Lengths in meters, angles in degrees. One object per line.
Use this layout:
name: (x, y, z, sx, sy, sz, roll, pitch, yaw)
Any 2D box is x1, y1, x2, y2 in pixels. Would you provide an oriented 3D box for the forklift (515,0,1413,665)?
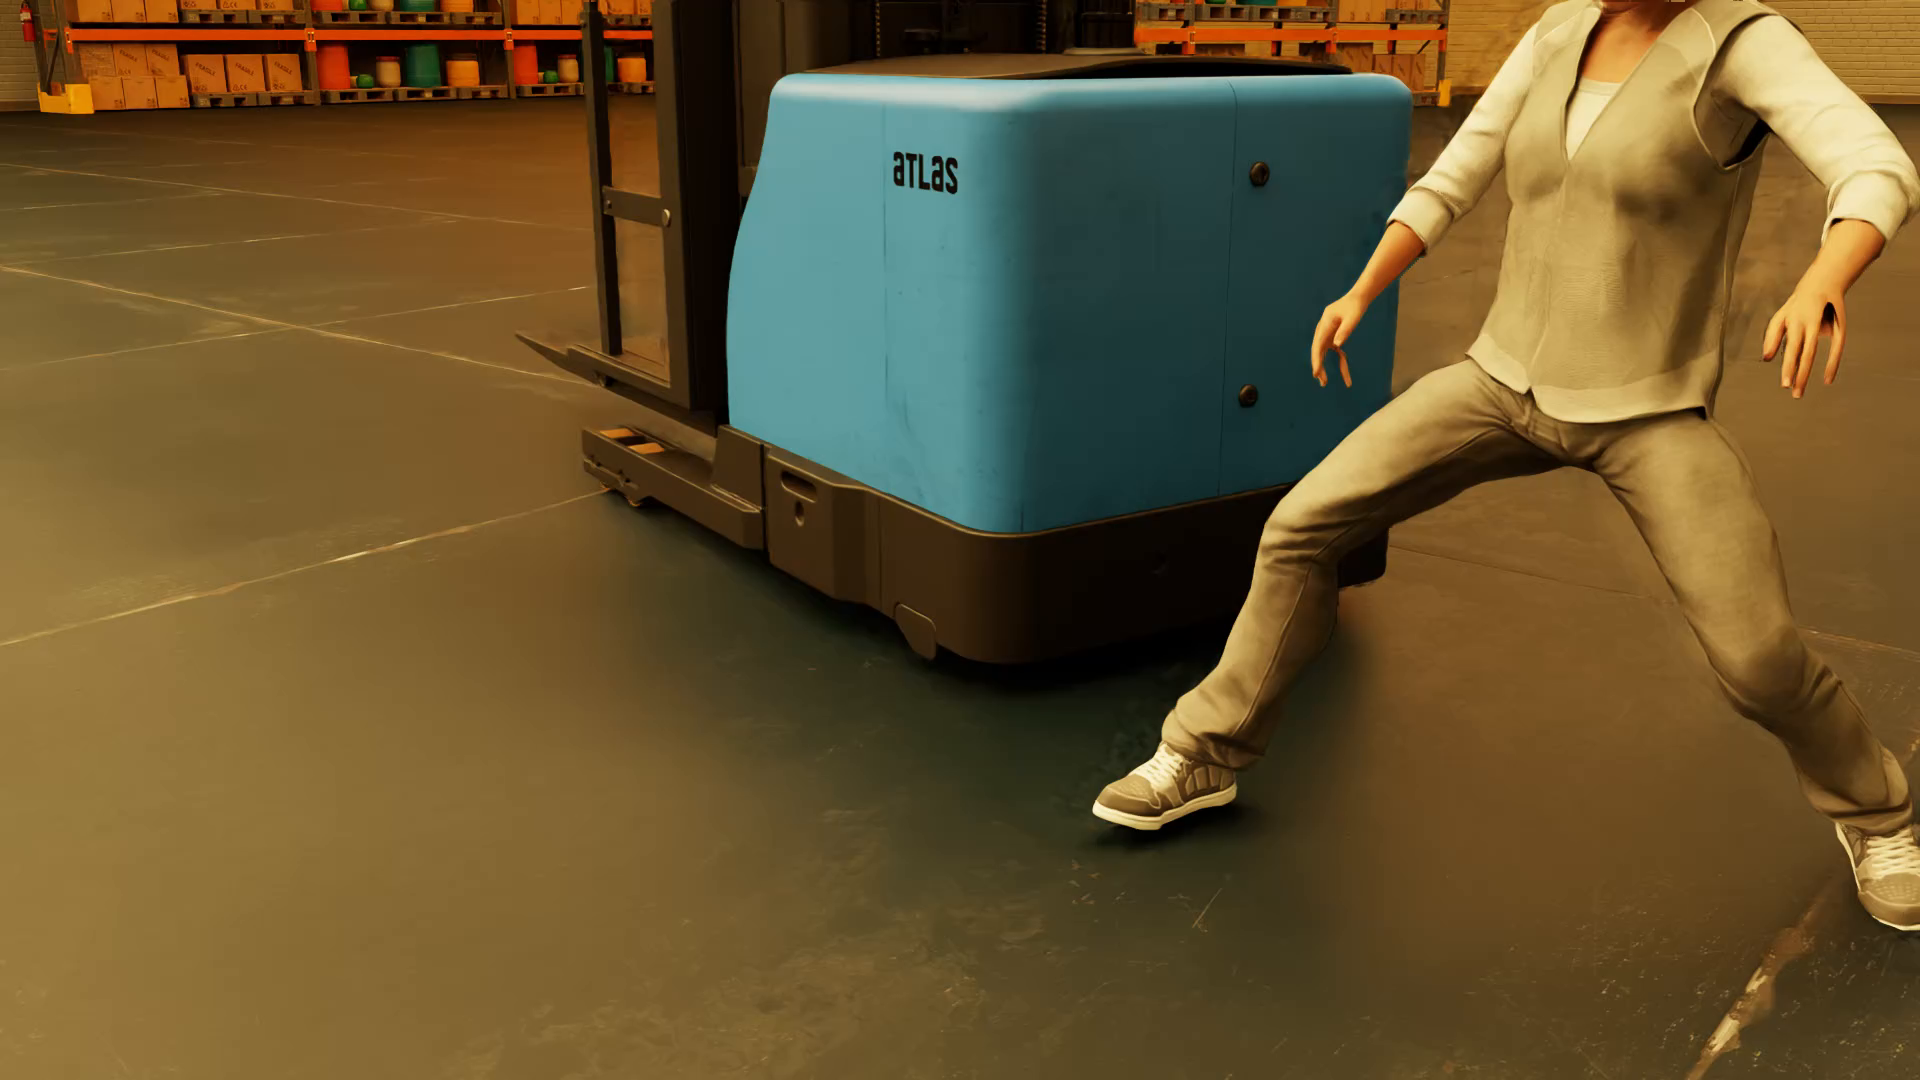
forklift: (-0.336, -1.551, 4.004, 1.130, 2.935, 3.031, -11, 20, -32)

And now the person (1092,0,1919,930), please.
person: (0.806, -0.195, 2.213, 0.900, 1.428, 0.912, -13, 21, -36)
